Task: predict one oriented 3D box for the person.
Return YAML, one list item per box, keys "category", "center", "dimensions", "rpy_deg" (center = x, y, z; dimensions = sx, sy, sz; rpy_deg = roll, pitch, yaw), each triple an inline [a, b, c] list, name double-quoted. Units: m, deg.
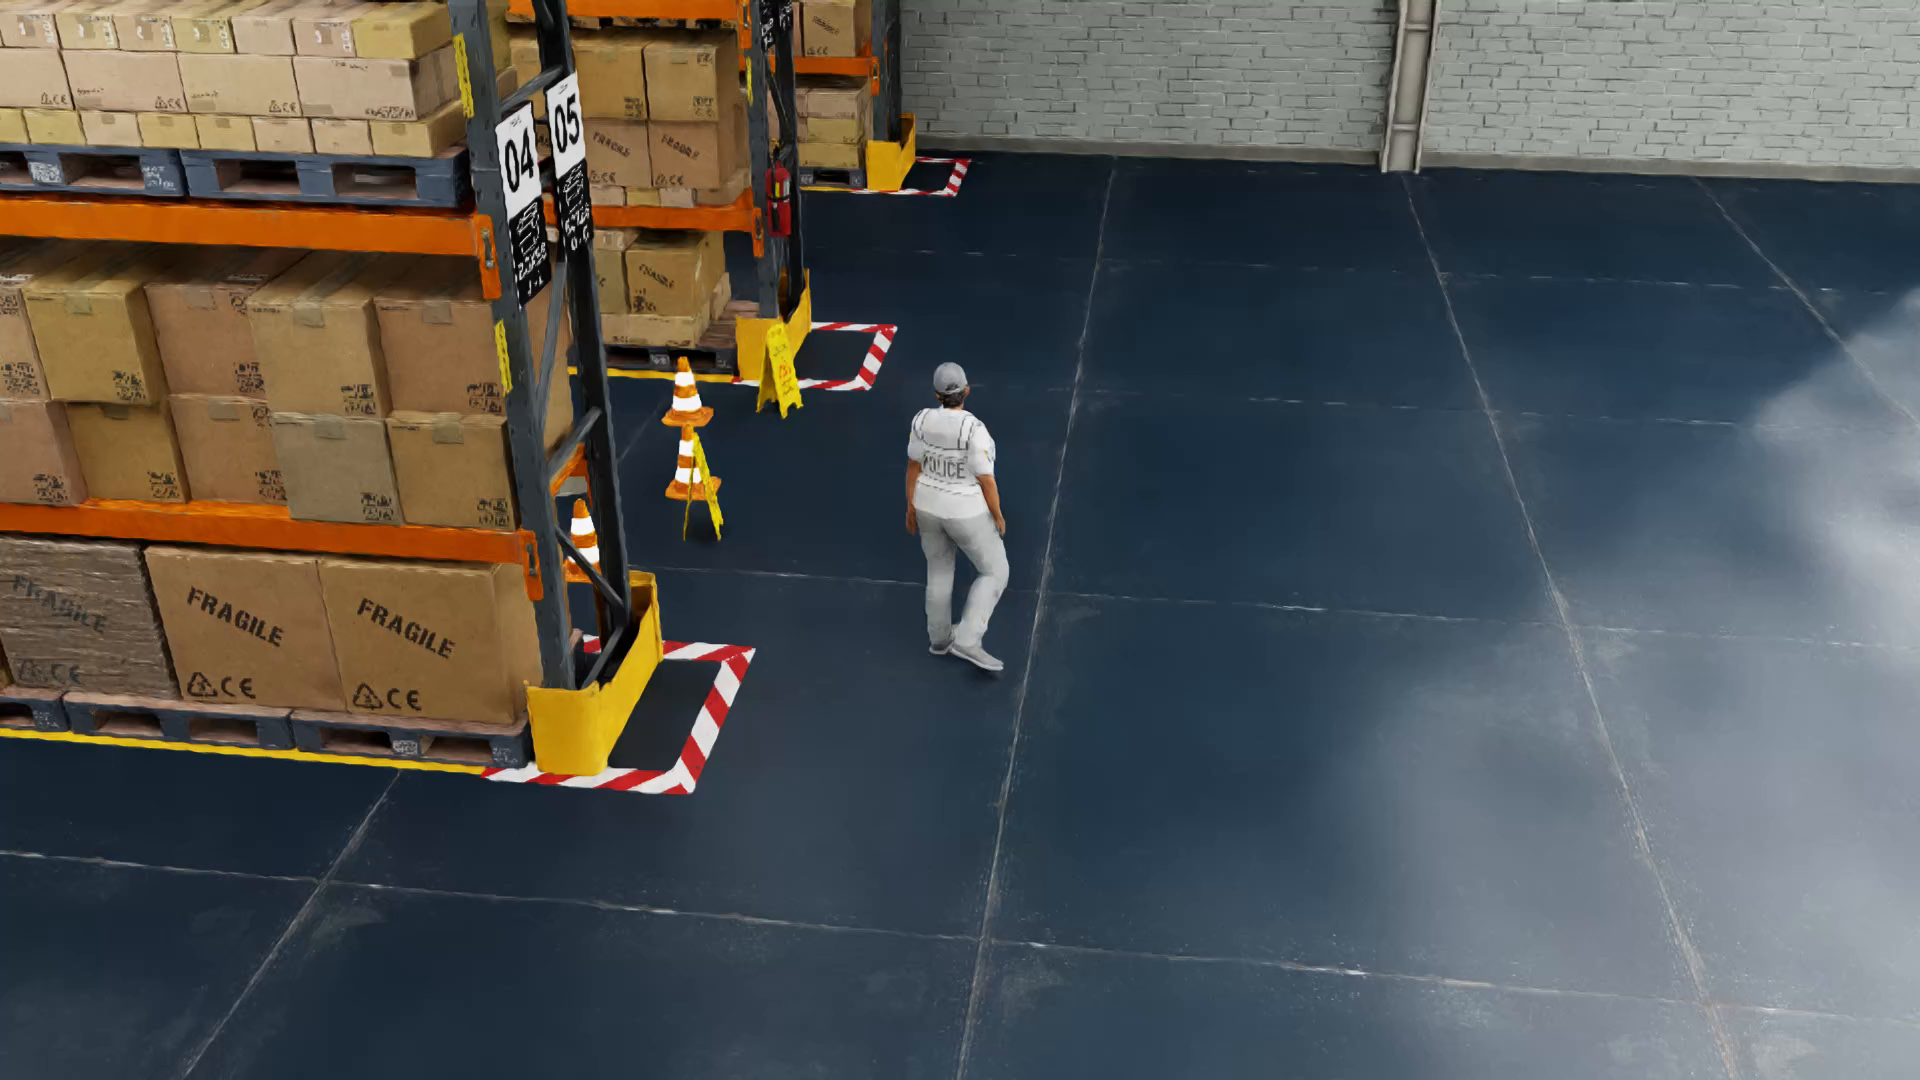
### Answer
- category: "person"
  center: [0.010, -0.120, 8.812]
  dimensions: [0.667, 1.656, 0.469]
  rpy_deg: [17, 33, 29]
